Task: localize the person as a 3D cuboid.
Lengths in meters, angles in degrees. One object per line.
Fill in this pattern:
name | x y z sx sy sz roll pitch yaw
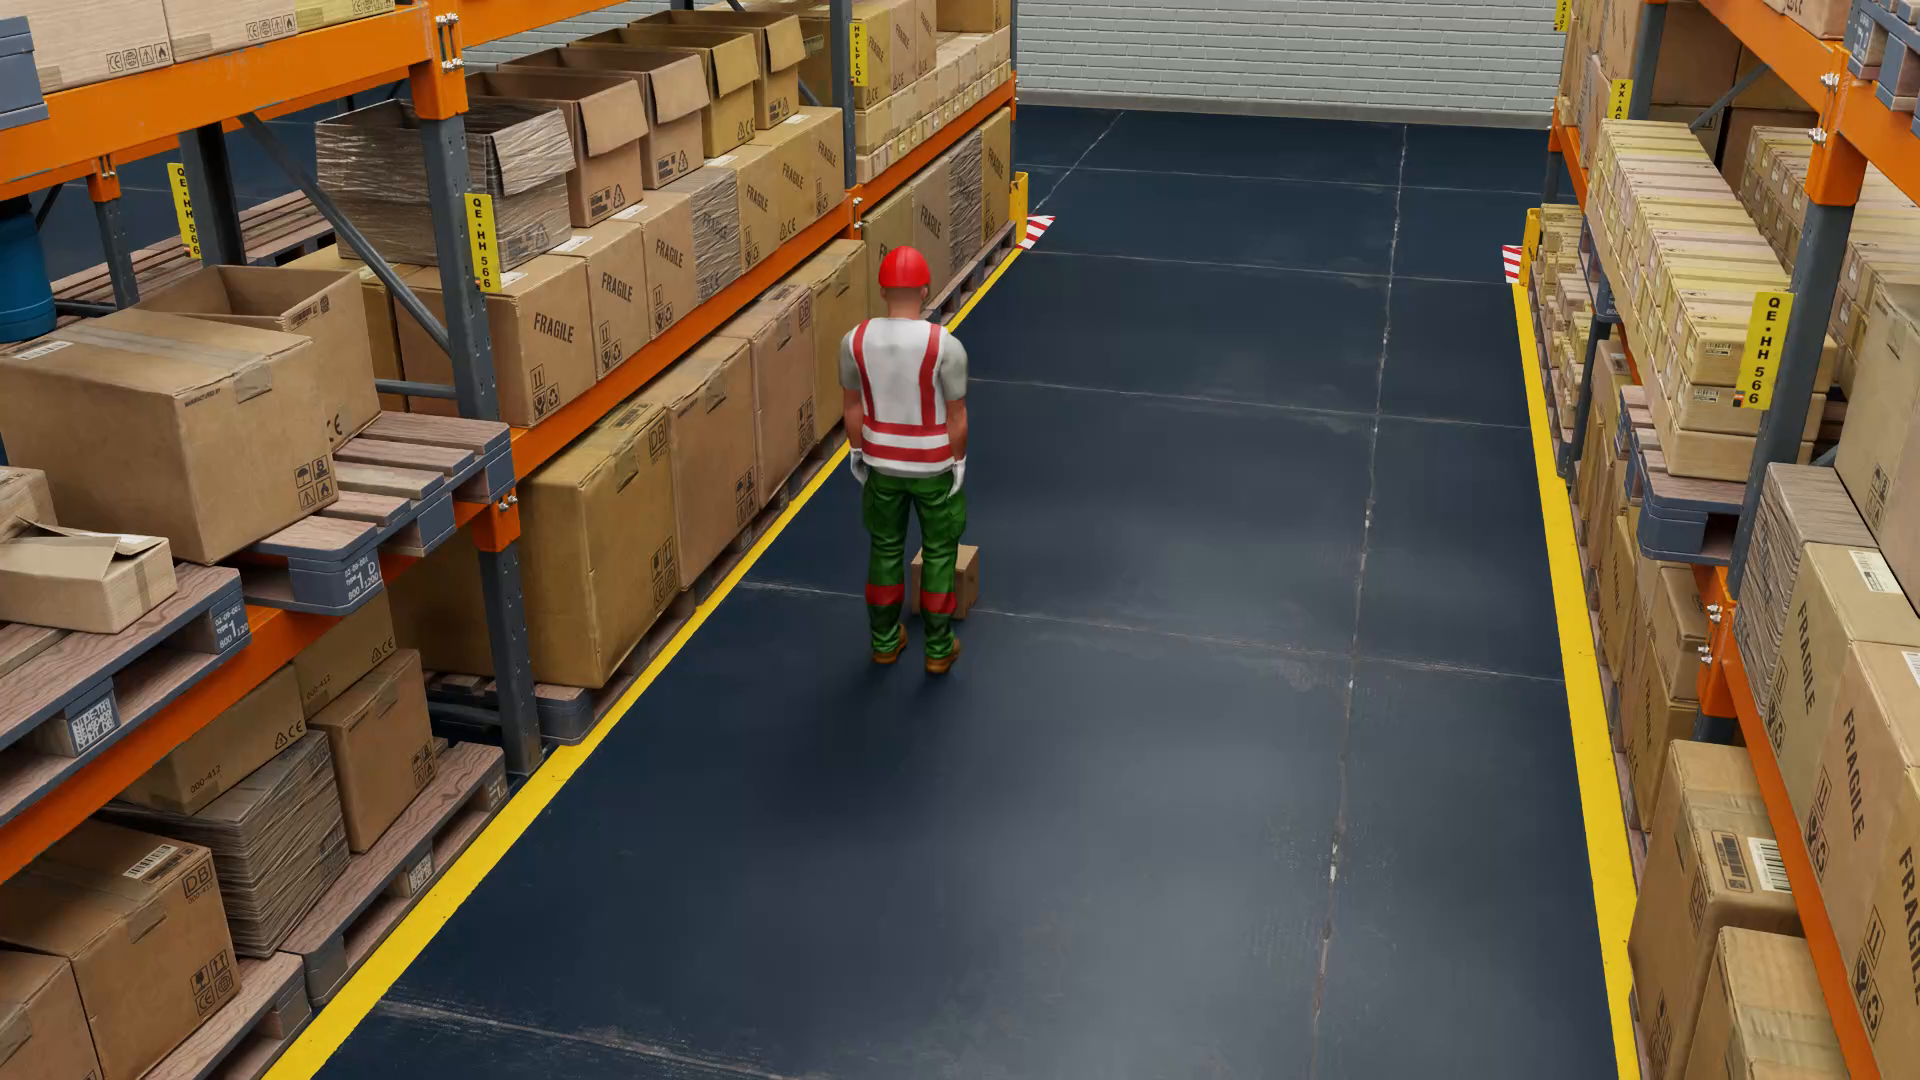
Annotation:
person | -0.213 -0.311 6.761 0.527 1.785 0.344 7 26 14
